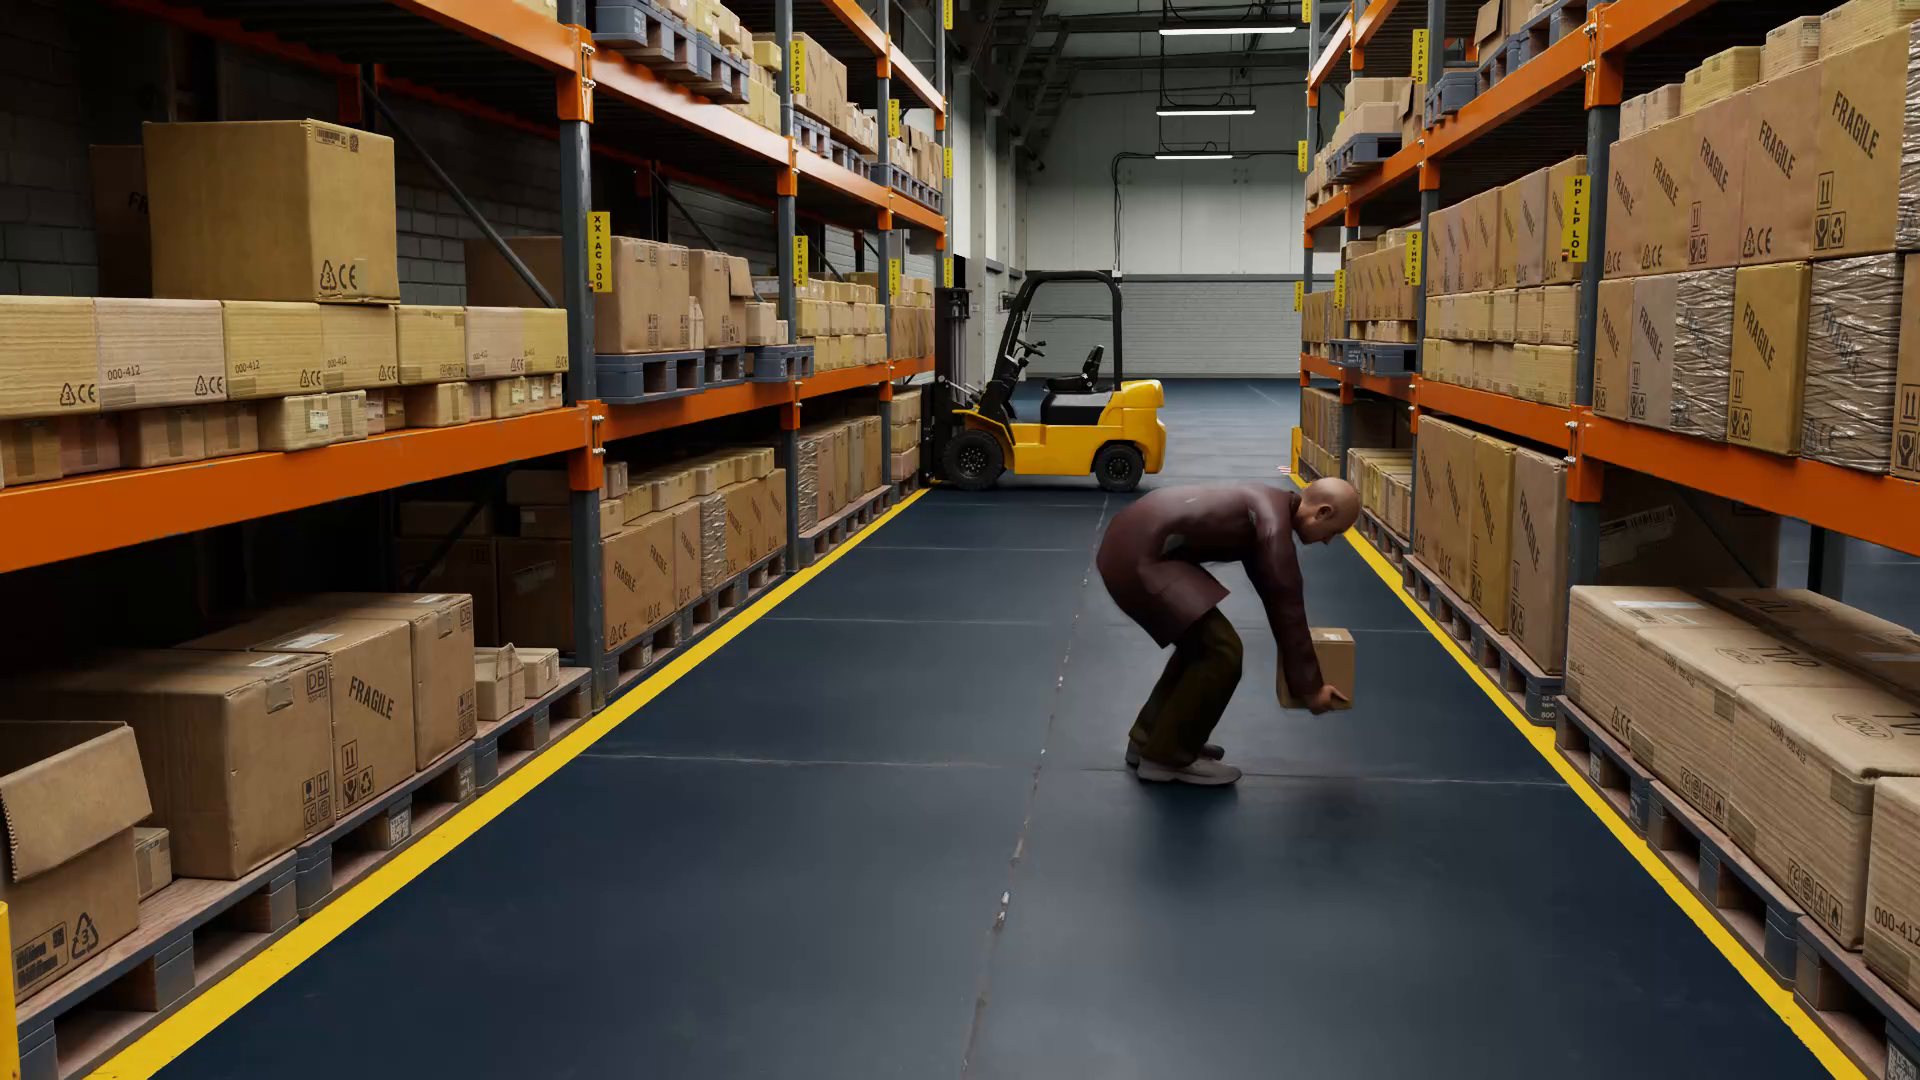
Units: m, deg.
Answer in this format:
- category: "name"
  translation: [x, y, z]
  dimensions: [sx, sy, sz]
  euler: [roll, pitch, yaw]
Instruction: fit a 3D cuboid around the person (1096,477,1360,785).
- category: "person"
  translation: [0.963, 0.323, 6.040]
  dimensions: [0.941, 1.085, 0.585]
  euler: [0, 7, 3]
